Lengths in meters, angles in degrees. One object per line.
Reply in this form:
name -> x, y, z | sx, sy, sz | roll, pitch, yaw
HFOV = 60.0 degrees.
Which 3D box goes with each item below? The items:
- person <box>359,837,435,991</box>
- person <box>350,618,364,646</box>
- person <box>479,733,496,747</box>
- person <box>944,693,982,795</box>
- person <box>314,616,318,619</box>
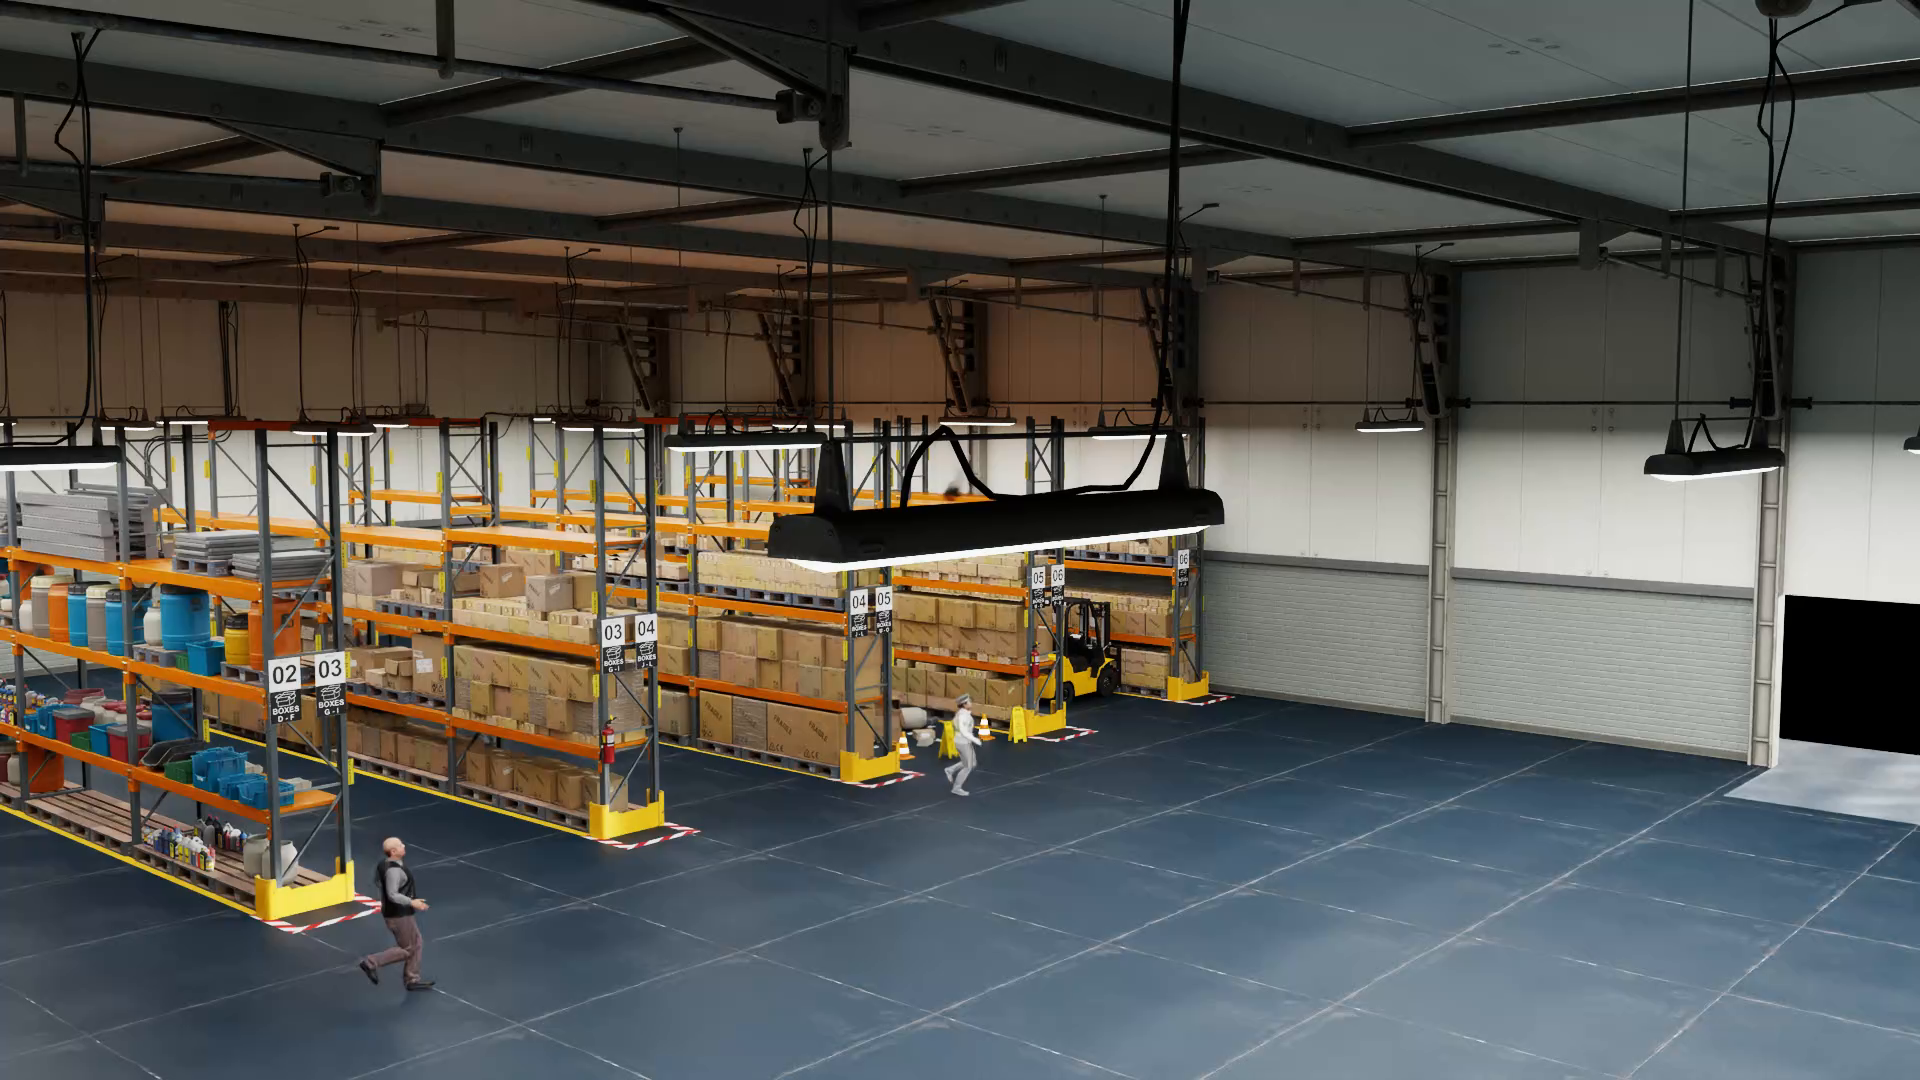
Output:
person -> -6.043, 4.013, 17.794 | 0.778, 1.692, 0.661 | -2, 5, -26
person -> -14.465, 2.236, 39.715 | 1.101, 1.529, 0.650 | -1, 5, -13
person -> -8.521, 2.910, 30.256 | 0.918, 1.784, 0.692 | 3, 6, 36
person -> 0.049, 3.285, 26.870 | 0.613, 1.665, 0.644 | 0, 5, 0
person -> -14.191, 2.475, 36.757 | 0.647, 1.652, 0.583 | -4, 6, -38
